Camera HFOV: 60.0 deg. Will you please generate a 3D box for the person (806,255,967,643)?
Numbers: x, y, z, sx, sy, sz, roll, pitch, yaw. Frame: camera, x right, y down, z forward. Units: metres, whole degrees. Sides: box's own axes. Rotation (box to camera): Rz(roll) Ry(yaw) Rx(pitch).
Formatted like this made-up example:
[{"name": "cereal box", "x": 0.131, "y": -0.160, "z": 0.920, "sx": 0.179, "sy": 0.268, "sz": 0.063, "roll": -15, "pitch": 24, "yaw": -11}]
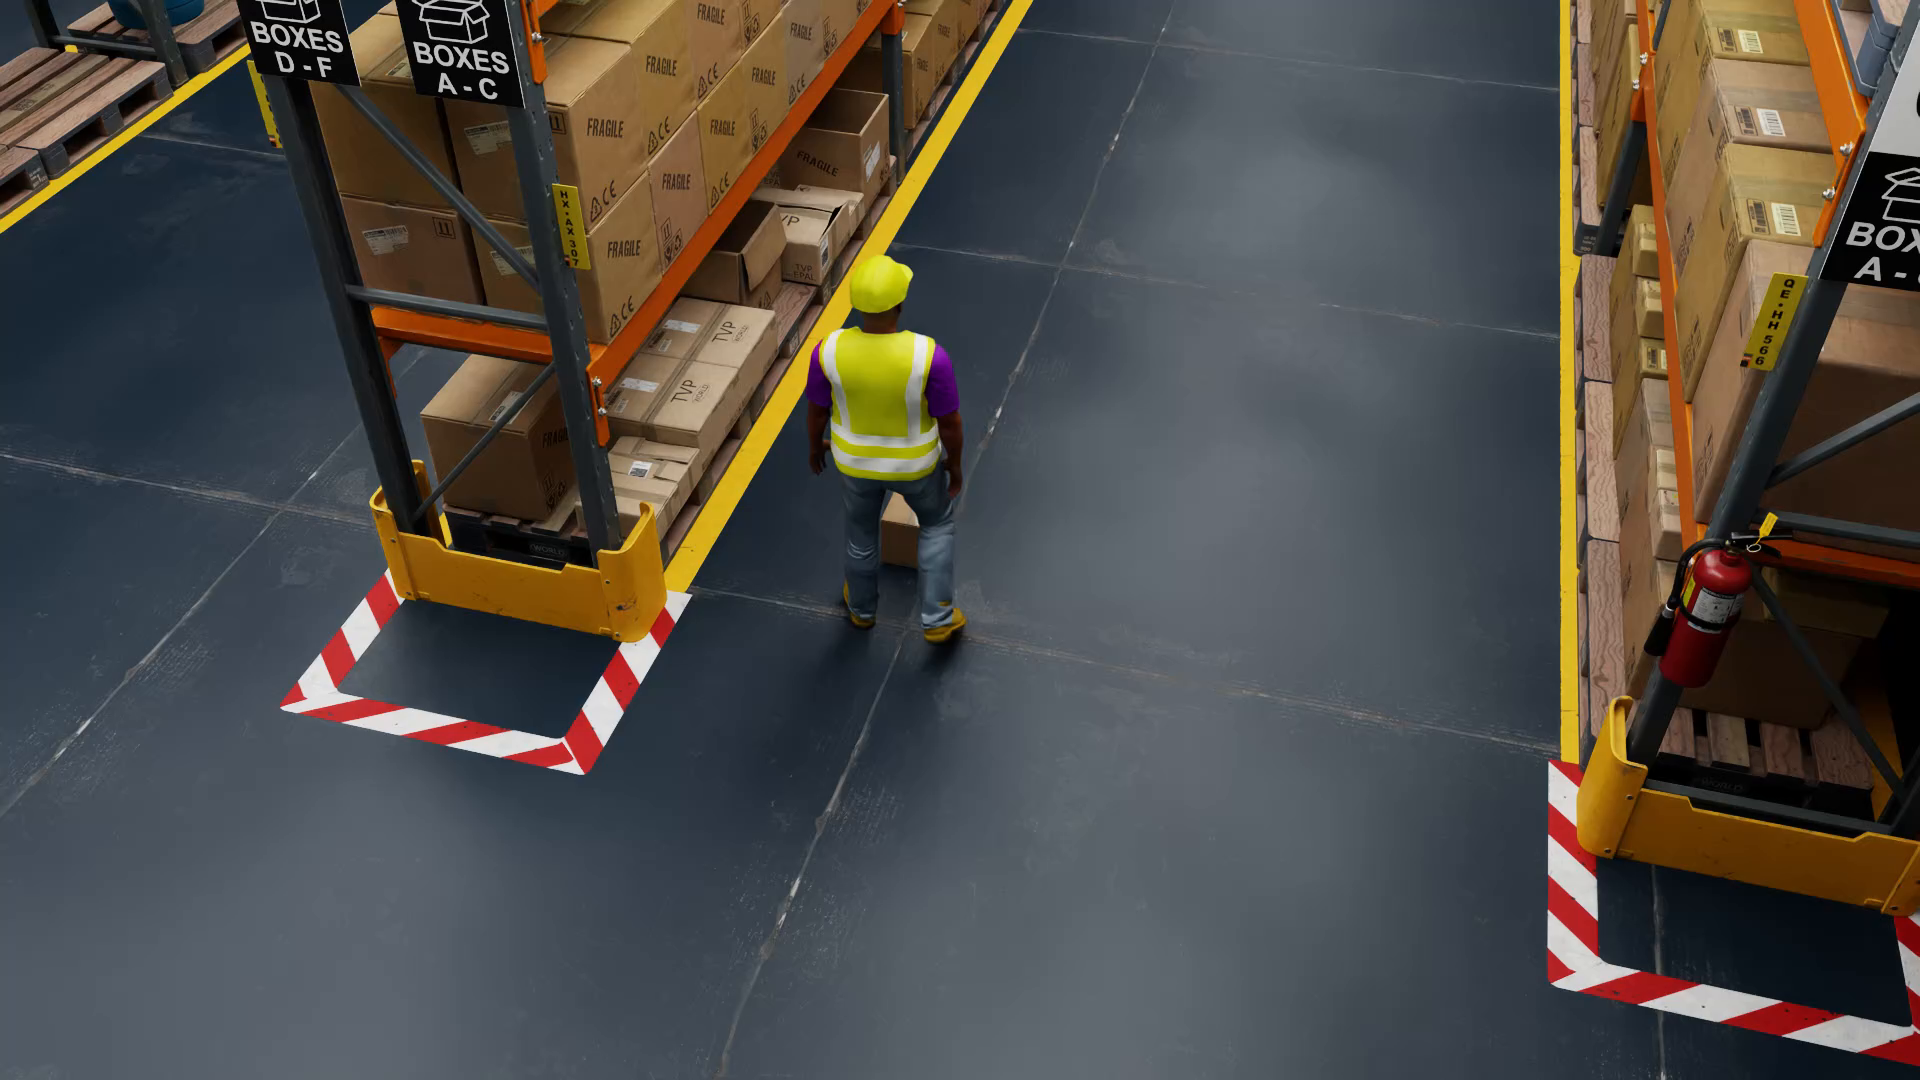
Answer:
[{"name": "person", "x": -0.288, "y": -0.327, "z": 6.488, "sx": 0.642, "sy": 1.773, "sz": 0.476, "roll": 3, "pitch": 41, "yaw": 4}]
